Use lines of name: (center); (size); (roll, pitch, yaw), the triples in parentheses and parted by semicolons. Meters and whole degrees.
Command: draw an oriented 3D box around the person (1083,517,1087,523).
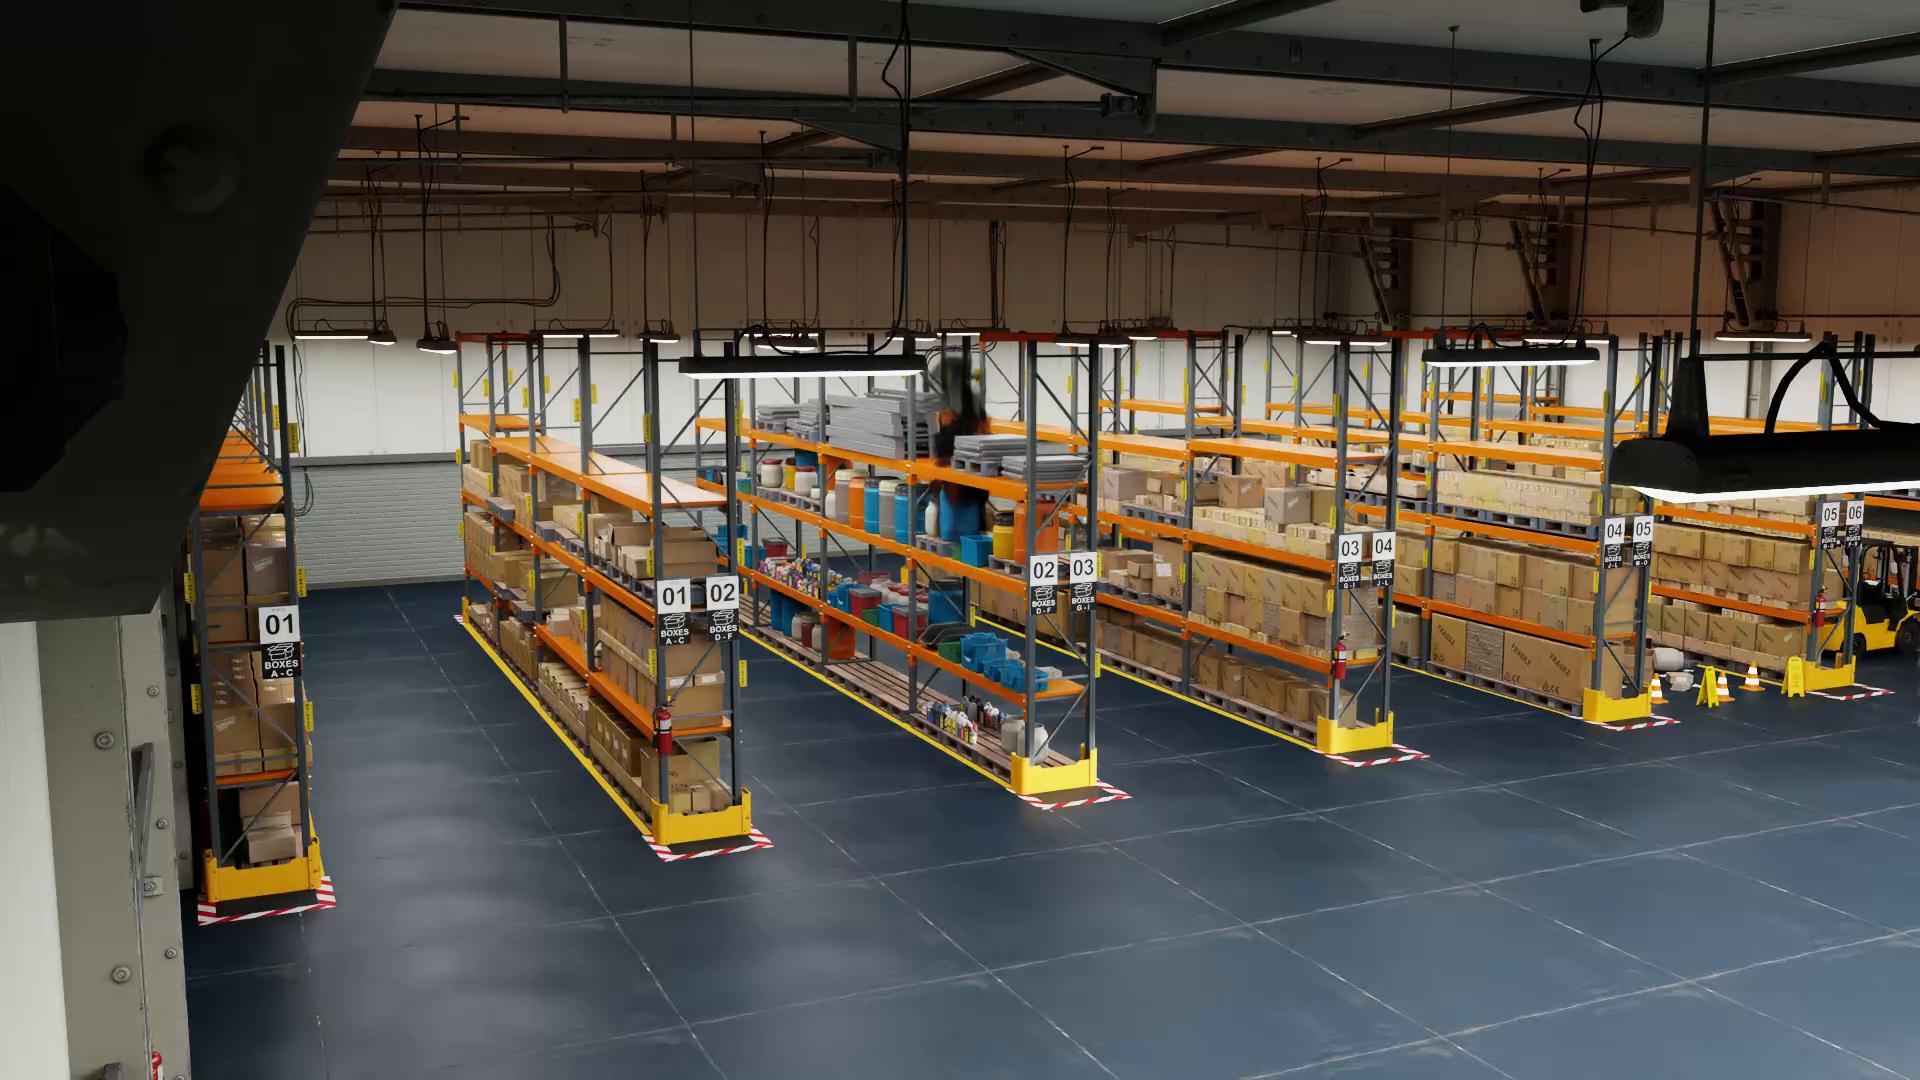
person: (3.291, -0.104, 41.551); (0.572, 1.726, 0.648); (-7, 10, -42)
